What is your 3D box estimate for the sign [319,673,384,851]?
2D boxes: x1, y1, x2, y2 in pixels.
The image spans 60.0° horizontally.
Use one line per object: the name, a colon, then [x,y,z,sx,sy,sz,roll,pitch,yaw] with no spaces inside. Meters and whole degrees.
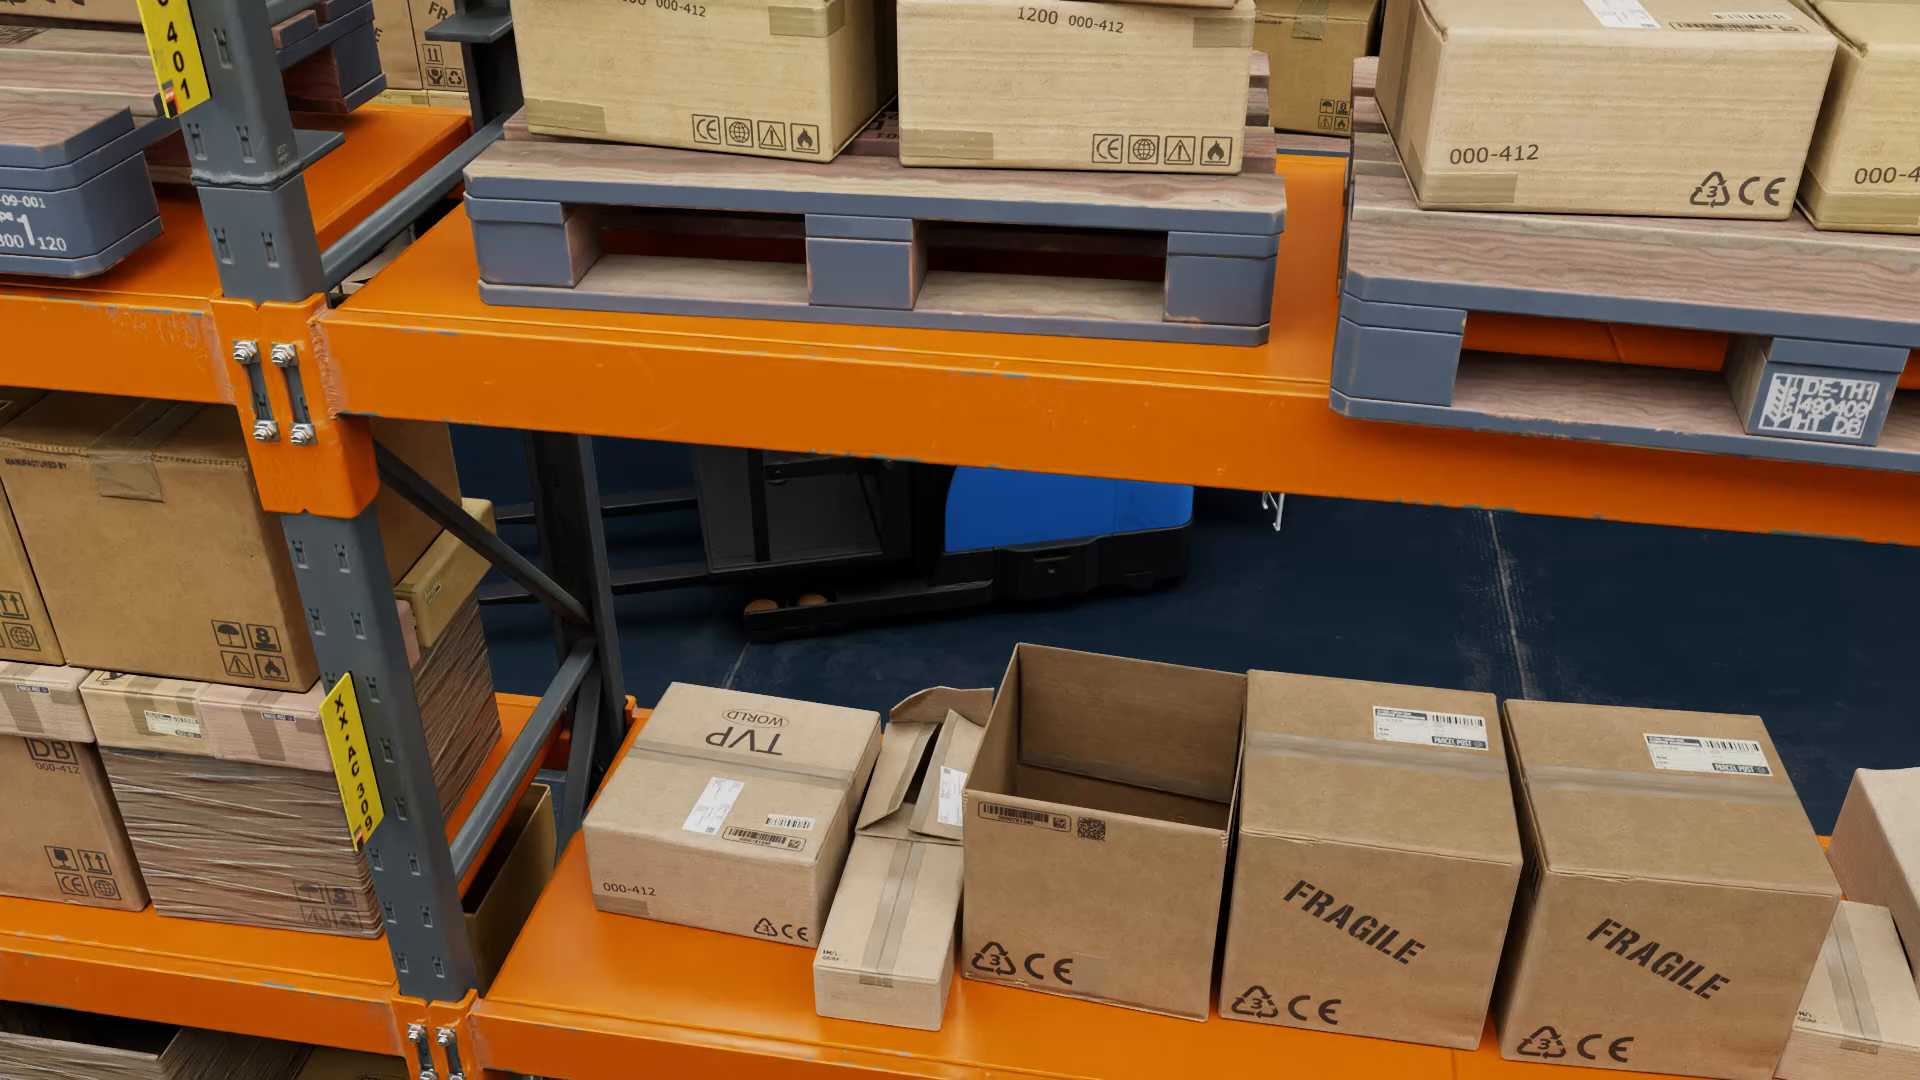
sign: [-1.062,0.391,2.907,0.005,0.325,0.100,5,32,8]

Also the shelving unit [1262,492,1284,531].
shelving unit: [1.148,-0.600,7.073,0.503,1.200,0.258,-3,32,-6]

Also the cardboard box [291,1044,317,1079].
cardboard box: [-1.955,1.512,4.203,0.500,0.250,0.500,5,32,8]

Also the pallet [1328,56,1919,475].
pallet: [1.186,-0.445,2.485,1.213,0.211,1.003,7,33,10]

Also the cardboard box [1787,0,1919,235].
cardboard box: [1.435,-0.633,2.353,0.500,0.250,0.500,5,32,7]

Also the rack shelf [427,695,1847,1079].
rack shelf: [1.002,0.985,3.528,4.000,0.370,1.077,5,32,8]

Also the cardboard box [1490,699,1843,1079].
cardboard box: [1.316,0.675,3.251,0.500,0.500,0.500,3,32,6]

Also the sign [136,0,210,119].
sign: [-1.062,-0.733,2.204,0.005,0.325,0.100,5,32,8]

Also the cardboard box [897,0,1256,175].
cardboard box: [0.178,-0.777,2.583,0.500,0.250,0.500,2,32,3]

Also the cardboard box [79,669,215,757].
cardboard box: [-1.517,0.249,3.320,0.250,0.149,0.380,5,32,7]

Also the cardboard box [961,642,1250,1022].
cardboard box: [0.304,0.583,3.397,0.500,0.500,0.500,7,33,12]

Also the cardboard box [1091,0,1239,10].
cardboard box: [0.197,-1.088,2.373,0.500,0.500,0.500,8,33,13]

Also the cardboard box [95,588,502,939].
cardboard box: [-1.408,0.422,3.654,0.500,0.500,0.700,4,32,7]

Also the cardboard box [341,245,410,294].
cardboard box: [-2.854,-1.334,8.674,0.500,0.311,0.500,8,33,12]

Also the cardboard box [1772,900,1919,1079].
cardboard box: [1.707,0.880,3.253,0.250,0.149,0.380,8,33,12]

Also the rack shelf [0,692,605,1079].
rack shelf: [-2.941,0.628,4.098,4.000,0.370,1.077,5,32,8]

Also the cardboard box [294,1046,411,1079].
cardboard box: [-1.464,1.562,4.124,0.500,0.250,0.500,5,32,8]

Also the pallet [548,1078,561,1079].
pallet: [-1.747,1.590,4.510,1.213,0.211,1.003,5,32,8]

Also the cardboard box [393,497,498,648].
cardboard box: [-1.202,0.059,3.624,0.250,0.149,0.380,5,32,8]

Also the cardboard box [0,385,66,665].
cardboard box: [-1.907,-0.172,3.380,0.500,0.500,0.700,5,32,8]

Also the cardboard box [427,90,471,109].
cardboard box: [-2.142,-2.049,7.818,0.500,0.250,0.500,5,32,9]

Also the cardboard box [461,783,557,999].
cardboard box: [-1.374,0.966,4.369,0.500,0.500,0.500,5,32,8]

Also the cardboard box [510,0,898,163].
cardboard box: [-0.364,-0.825,2.659,0.500,0.250,0.500,8,33,13]

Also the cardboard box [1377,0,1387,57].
cardboard box: [2.106,-2.098,7.266,0.500,0.500,0.700,5,32,8]

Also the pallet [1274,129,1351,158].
pallet: [1.845,-1.807,7.490,1.213,0.211,1.003,5,32,8]

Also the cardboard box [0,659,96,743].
cardboard box: [-1.776,0.226,3.355,0.250,0.149,0.380,4,32,7]

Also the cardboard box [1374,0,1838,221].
cardboard box: [0.905,-0.682,2.431,0.500,0.250,0.500,3,32,4]

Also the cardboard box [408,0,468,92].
cardboard box: [-2.159,-2.371,7.627,0.500,0.500,0.500,6,33,10]

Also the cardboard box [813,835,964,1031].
cardboard box: [-0.131,0.794,3.392,0.250,0.149,0.380,5,32,8]

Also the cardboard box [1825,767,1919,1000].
cardboard box: [2.124,0.715,3.365,0.500,0.311,0.500,5,32,8]

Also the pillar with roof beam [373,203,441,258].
pillar with roof beam: [-3.972,-3.128,3.766,0.400,9.000,9.100,5,32,8]

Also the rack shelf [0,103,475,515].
rack shelf: [-2.941,-0.644,3.302,4.000,0.370,1.077,5,32,8]

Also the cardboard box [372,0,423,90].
cardboard box: [-2.669,-2.411,7.691,0.500,0.500,0.500,4,32,7]

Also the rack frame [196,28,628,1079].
rack frame: [-0.970,0.501,3.622,0.127,3.000,1.000,5,32,8]

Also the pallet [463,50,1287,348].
pallet: [-0.098,-0.617,2.762,1.217,0.209,0.805,4,32,6]

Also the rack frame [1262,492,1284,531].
rack frame: [1.390,-0.613,7.098,0.015,1.200,0.240,-3,32,-6]

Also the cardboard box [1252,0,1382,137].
cardboard box: [1.560,-2.159,7.364,0.500,0.500,0.700,10,33,15]

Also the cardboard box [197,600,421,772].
cardboard box: [-1.274,0.272,3.283,0.250,0.149,0.380,5,32,8]

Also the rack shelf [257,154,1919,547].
rack shelf: [1.002,-0.287,2.732,4.000,0.370,1.077,5,32,8]

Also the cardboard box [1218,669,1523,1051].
cardboard box: [0.797,0.628,3.326,0.500,0.500,0.500,5,32,8]

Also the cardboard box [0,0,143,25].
cardboard box: [-1.422,-1.233,2.943,0.500,0.500,0.500,8,33,12]

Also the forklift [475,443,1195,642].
forklift: [-0.607,-1.145,6.317,3.031,2.935,1.130,-6,33,-10]

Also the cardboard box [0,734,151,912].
cardboard box: [-1.929,0.379,3.723,0.500,0.500,0.700,5,32,8]

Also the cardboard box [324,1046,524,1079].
cardboard box: [-1.376,1.289,4.560,0.500,0.250,0.500,5,32,8]

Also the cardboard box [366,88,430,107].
cardboard box: [-2.640,-2.095,7.892,0.500,0.250,0.500,5,32,7]

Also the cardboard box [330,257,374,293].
cardboard box: [-3.416,-1.385,8.755,0.500,0.311,0.500,2,32,3]

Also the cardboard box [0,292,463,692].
cardboard box: [-1.408,-0.127,3.309,0.500,0.500,0.700,5,32,8]

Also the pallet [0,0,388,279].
pallet: [-1.815,-0.795,2.950,1.213,0.211,1.003,5,32,8]

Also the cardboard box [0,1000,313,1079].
cardboard box: [-1.955,1.193,4.006,0.500,0.500,0.500,5,32,8]

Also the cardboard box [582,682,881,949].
cardboard box: [-0.477,0.586,3.628,0.500,0.250,0.500,7,33,11]

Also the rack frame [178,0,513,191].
rack frame: [-0.970,-2.042,2.030,0.127,3.000,1.000,5,32,8]

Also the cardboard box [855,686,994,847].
cardboard box: [-0.072,0.541,3.686,0.258,0.266,0.396,4,32,7]
